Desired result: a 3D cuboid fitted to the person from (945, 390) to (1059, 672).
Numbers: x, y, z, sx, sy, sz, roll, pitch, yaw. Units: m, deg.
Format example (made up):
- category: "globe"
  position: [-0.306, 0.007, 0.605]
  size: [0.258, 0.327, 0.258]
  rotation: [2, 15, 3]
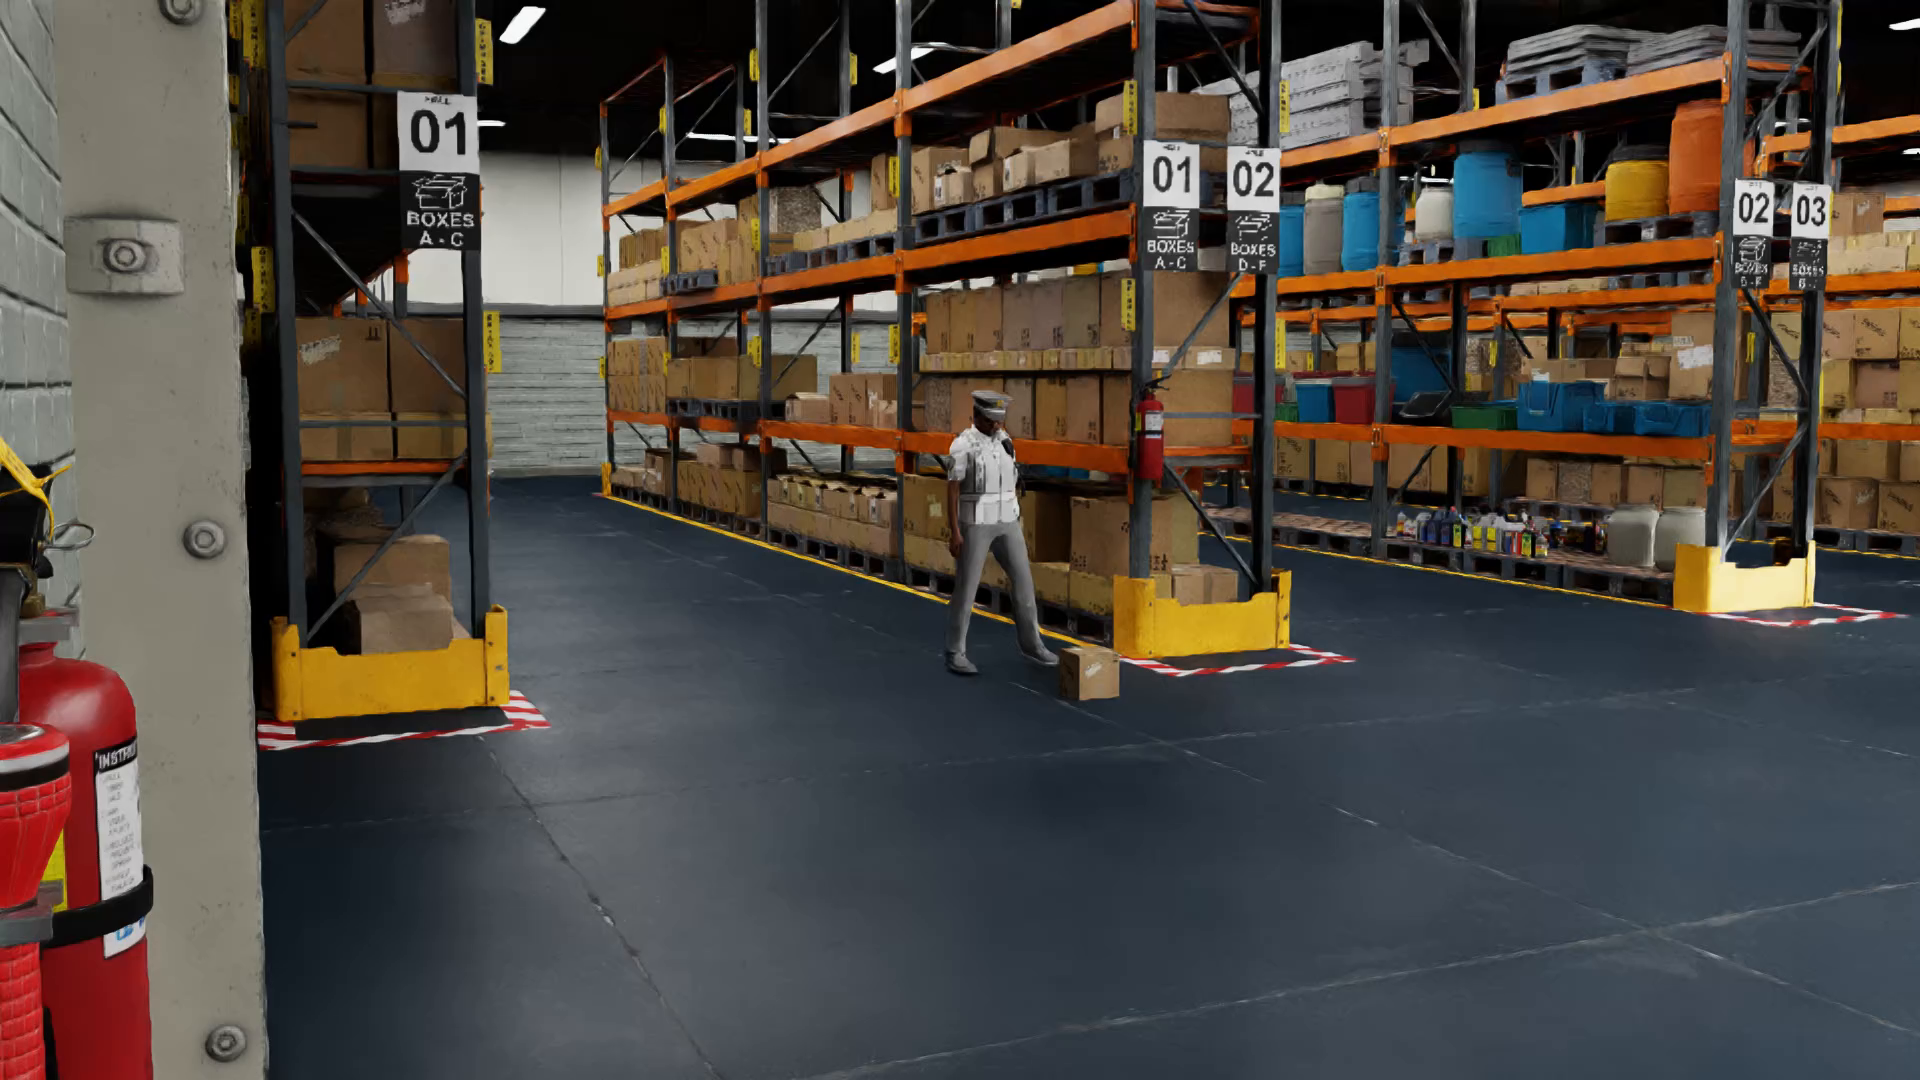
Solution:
- category: "person"
  position: [0.244, -0.060, 9.911]
  size: [0.649, 1.654, 0.442]
  rotation: [-4, 7, -33]
